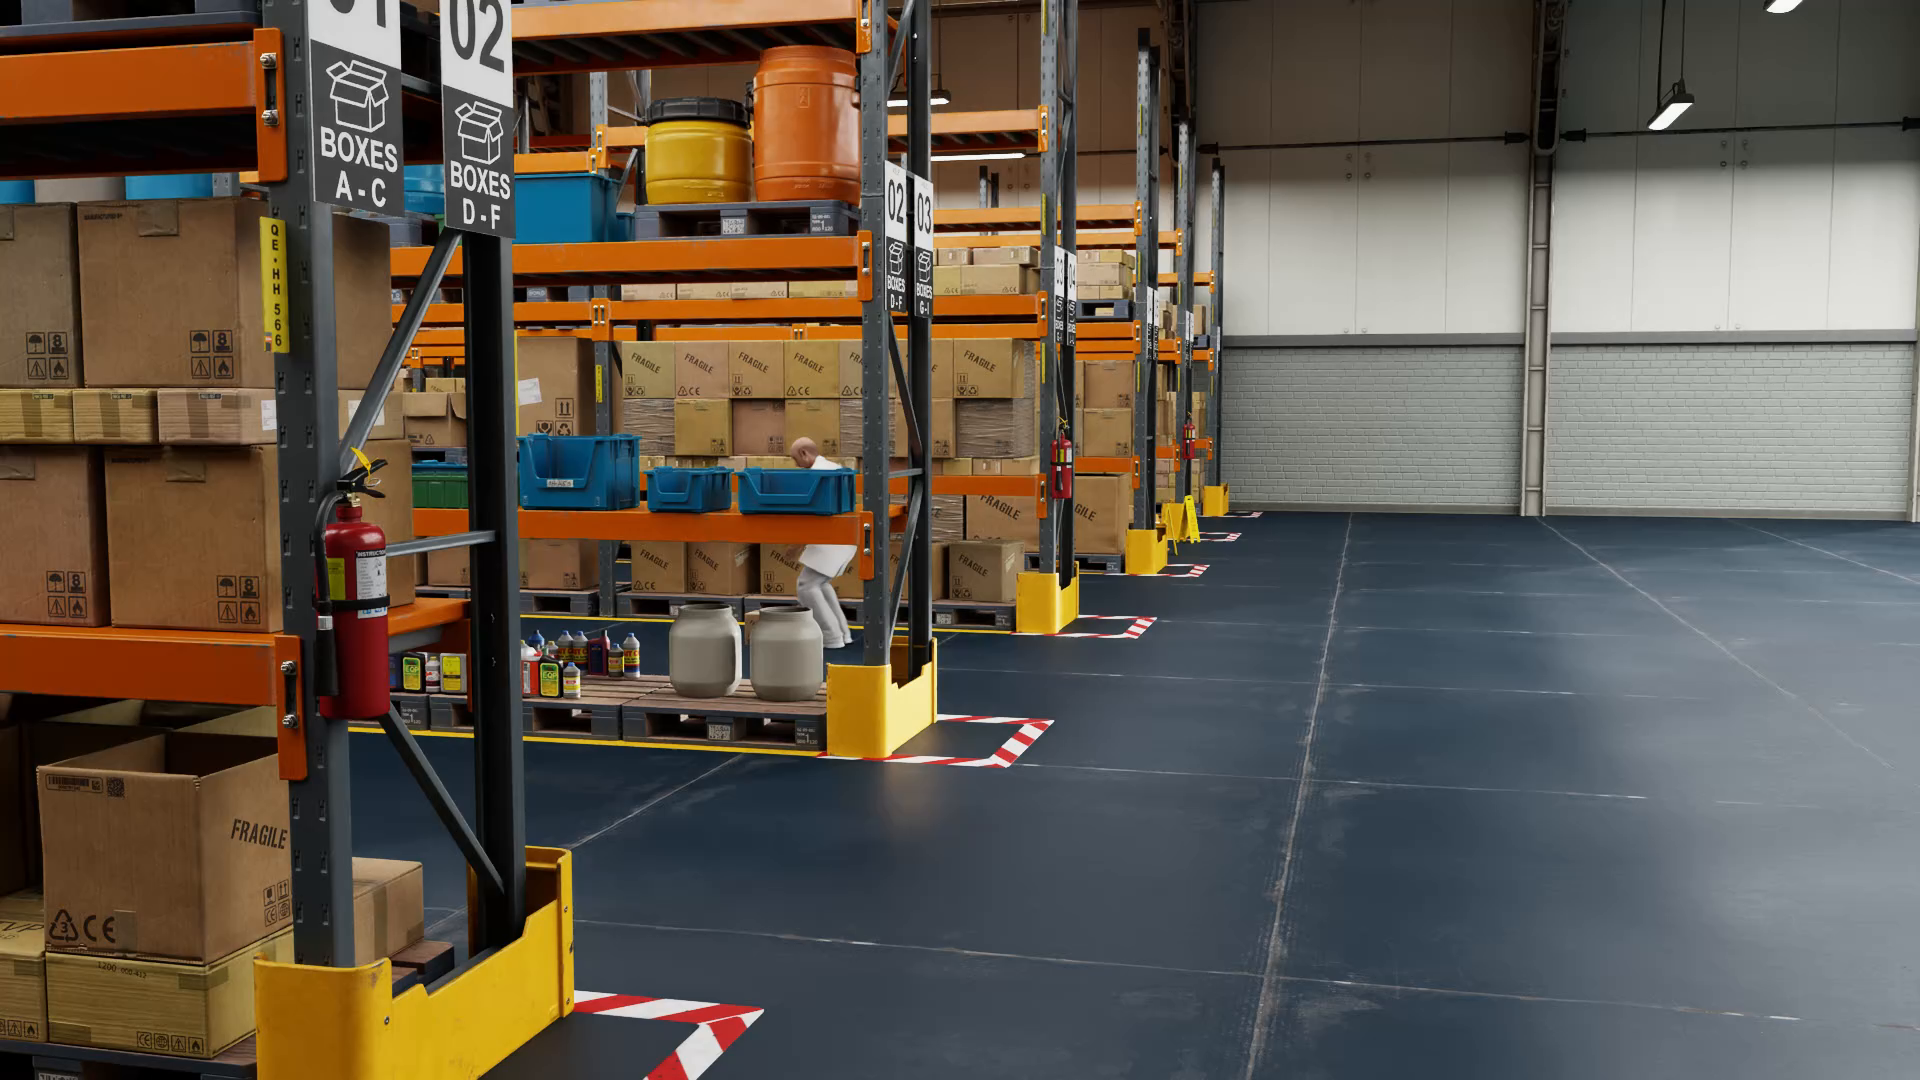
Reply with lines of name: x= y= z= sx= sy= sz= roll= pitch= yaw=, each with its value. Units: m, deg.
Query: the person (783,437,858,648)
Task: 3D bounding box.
person: x=-1.073 y=0.026 z=13.034 sx=0.523 sy=1.644 sz=0.611 roll=1 pitch=5 yaw=15
